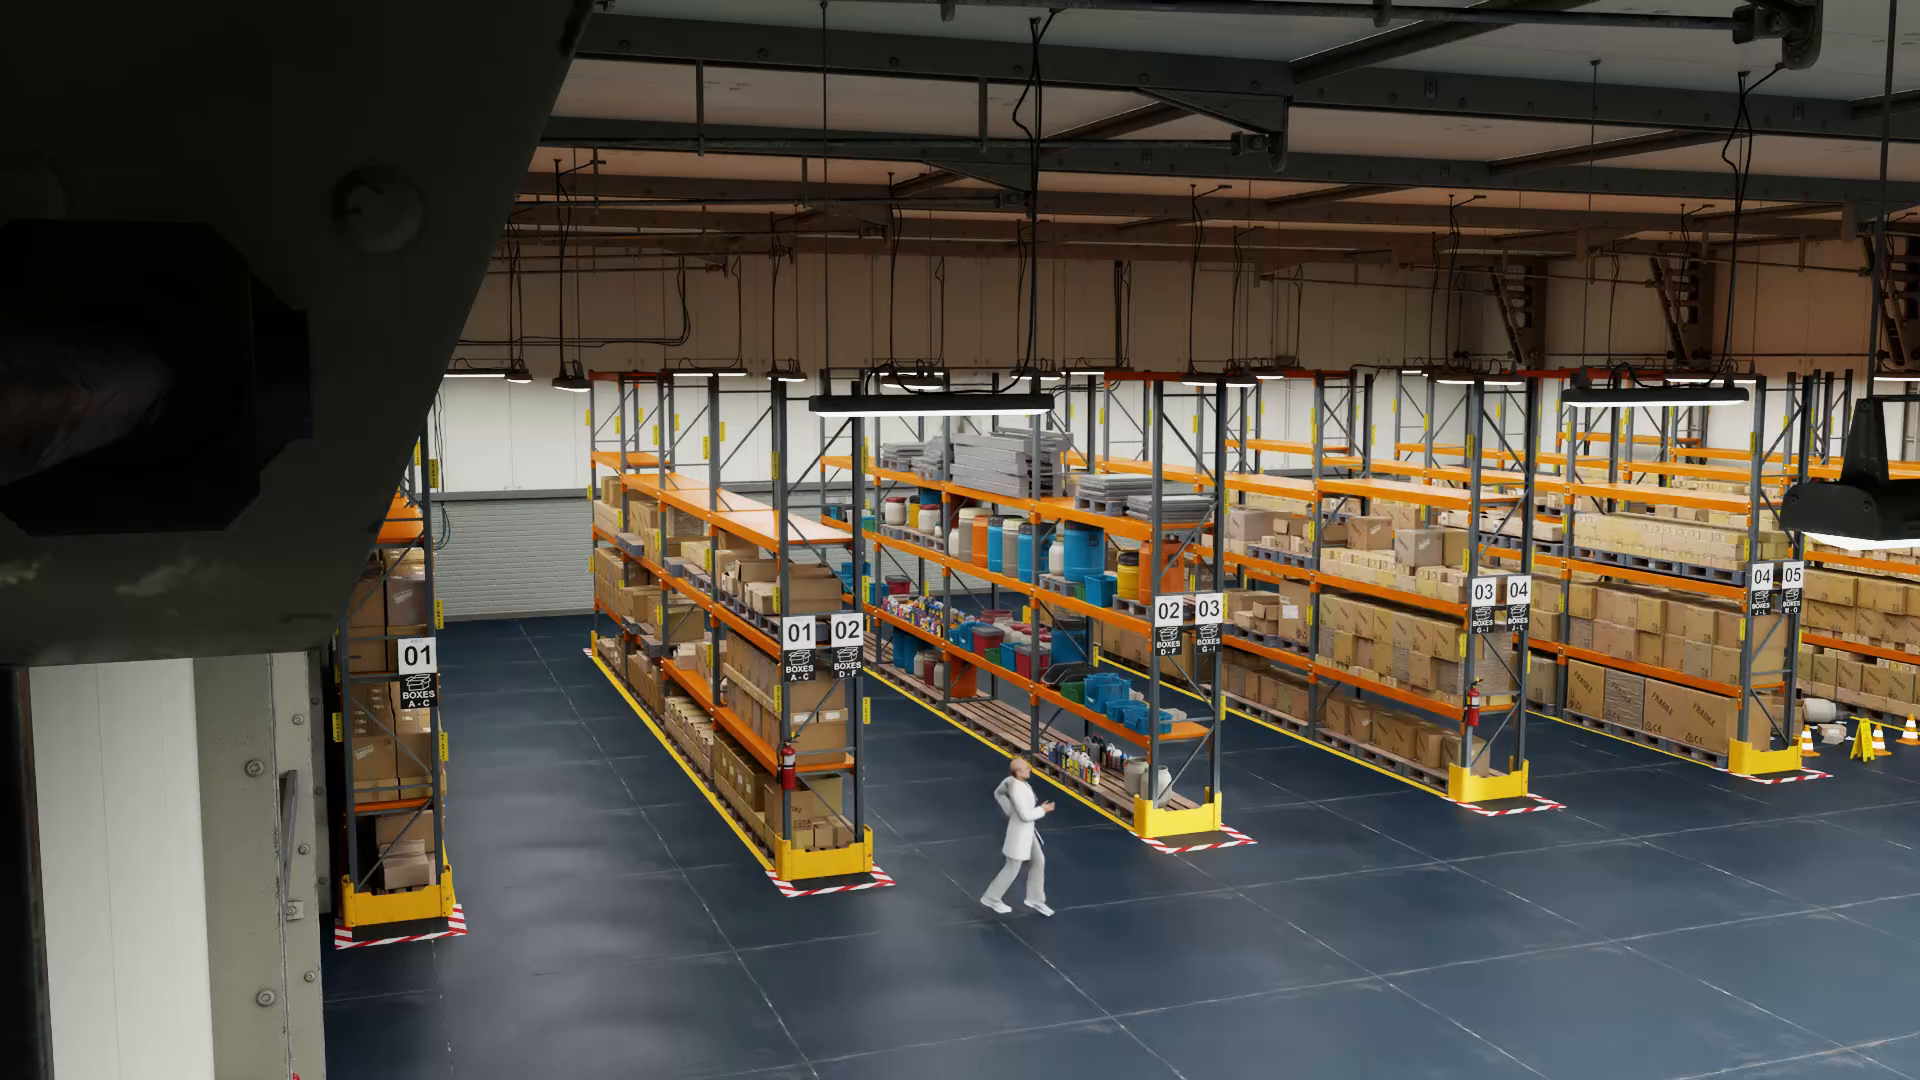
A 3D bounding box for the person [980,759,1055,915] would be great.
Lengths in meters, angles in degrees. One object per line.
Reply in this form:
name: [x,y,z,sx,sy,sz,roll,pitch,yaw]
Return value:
person: [0.648,3.362,18.712,0.844,1.826,0.675,1,6,6]
